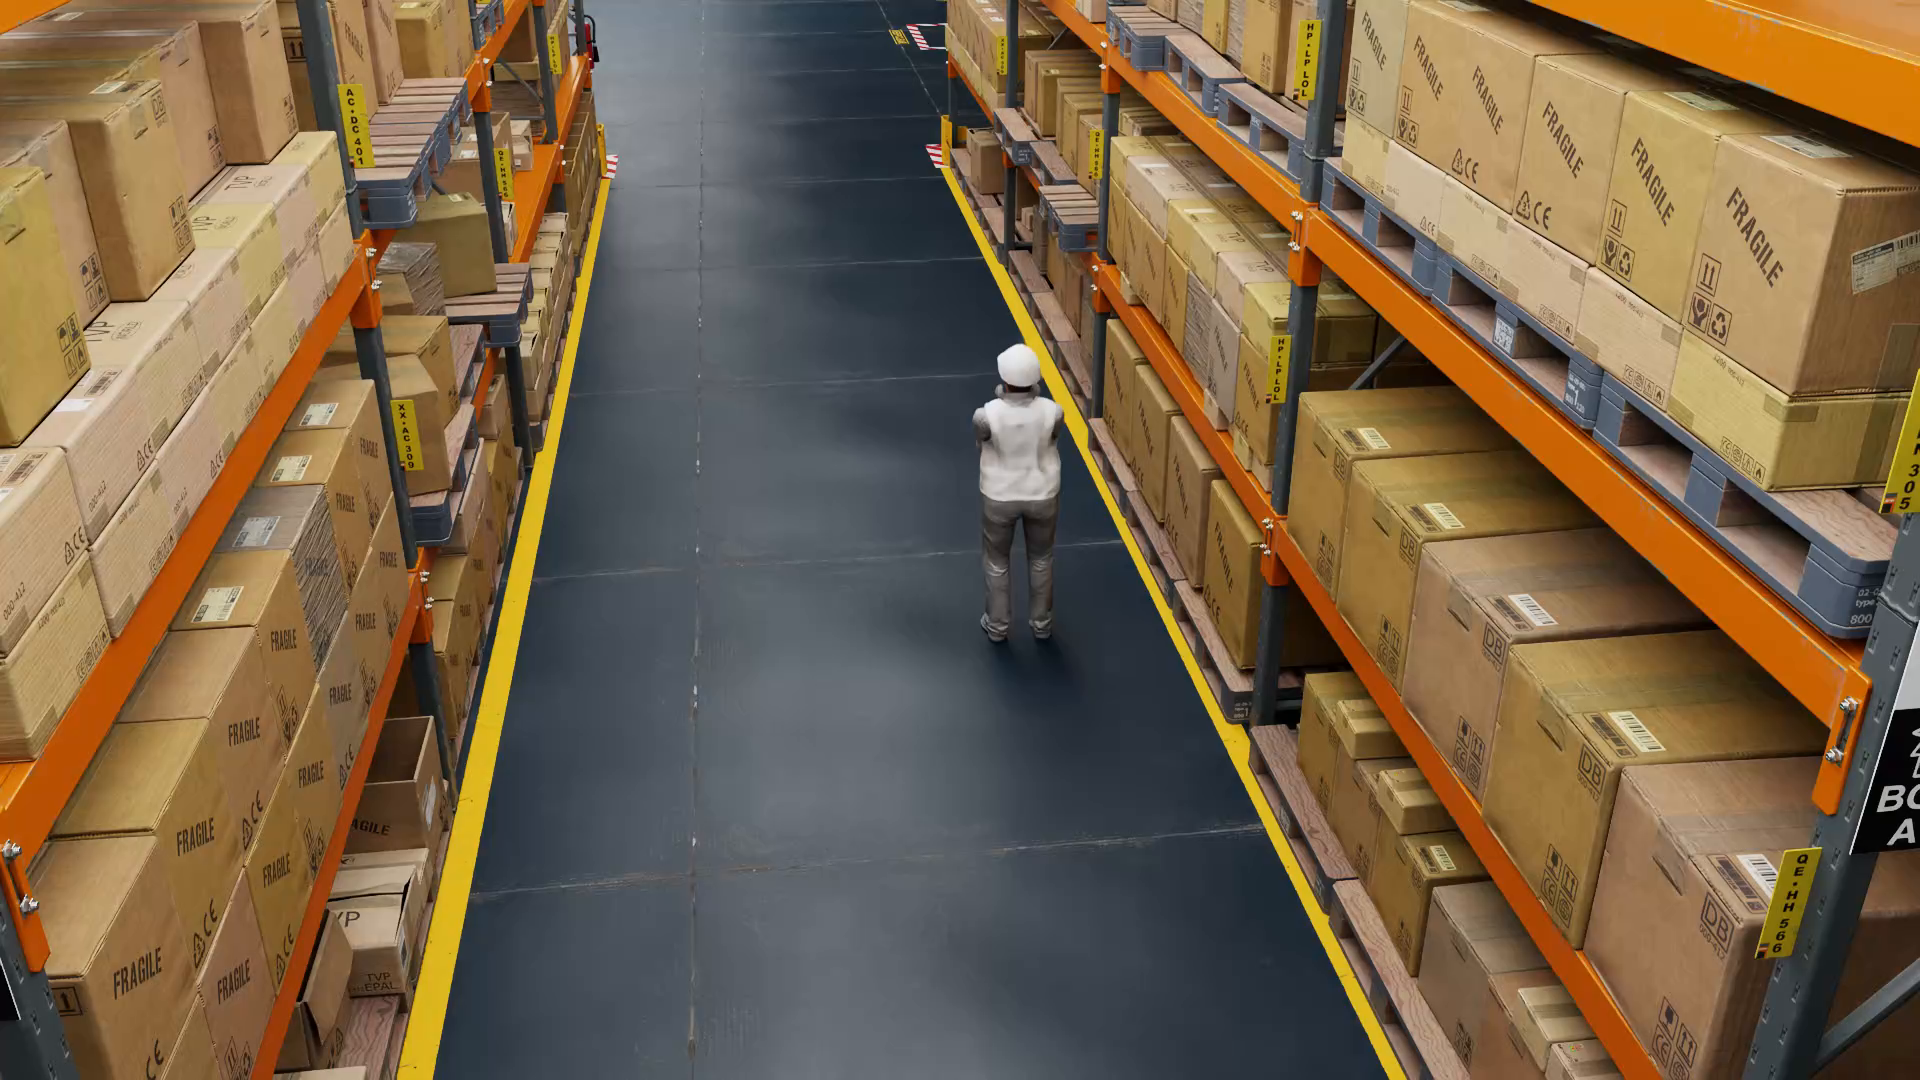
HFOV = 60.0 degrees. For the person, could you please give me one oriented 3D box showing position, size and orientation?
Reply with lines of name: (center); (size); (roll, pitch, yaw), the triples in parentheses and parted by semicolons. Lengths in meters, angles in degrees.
person: (0.302, -0.299, 9.186); (0.494, 1.762, 0.560); (-3, 27, -5)
